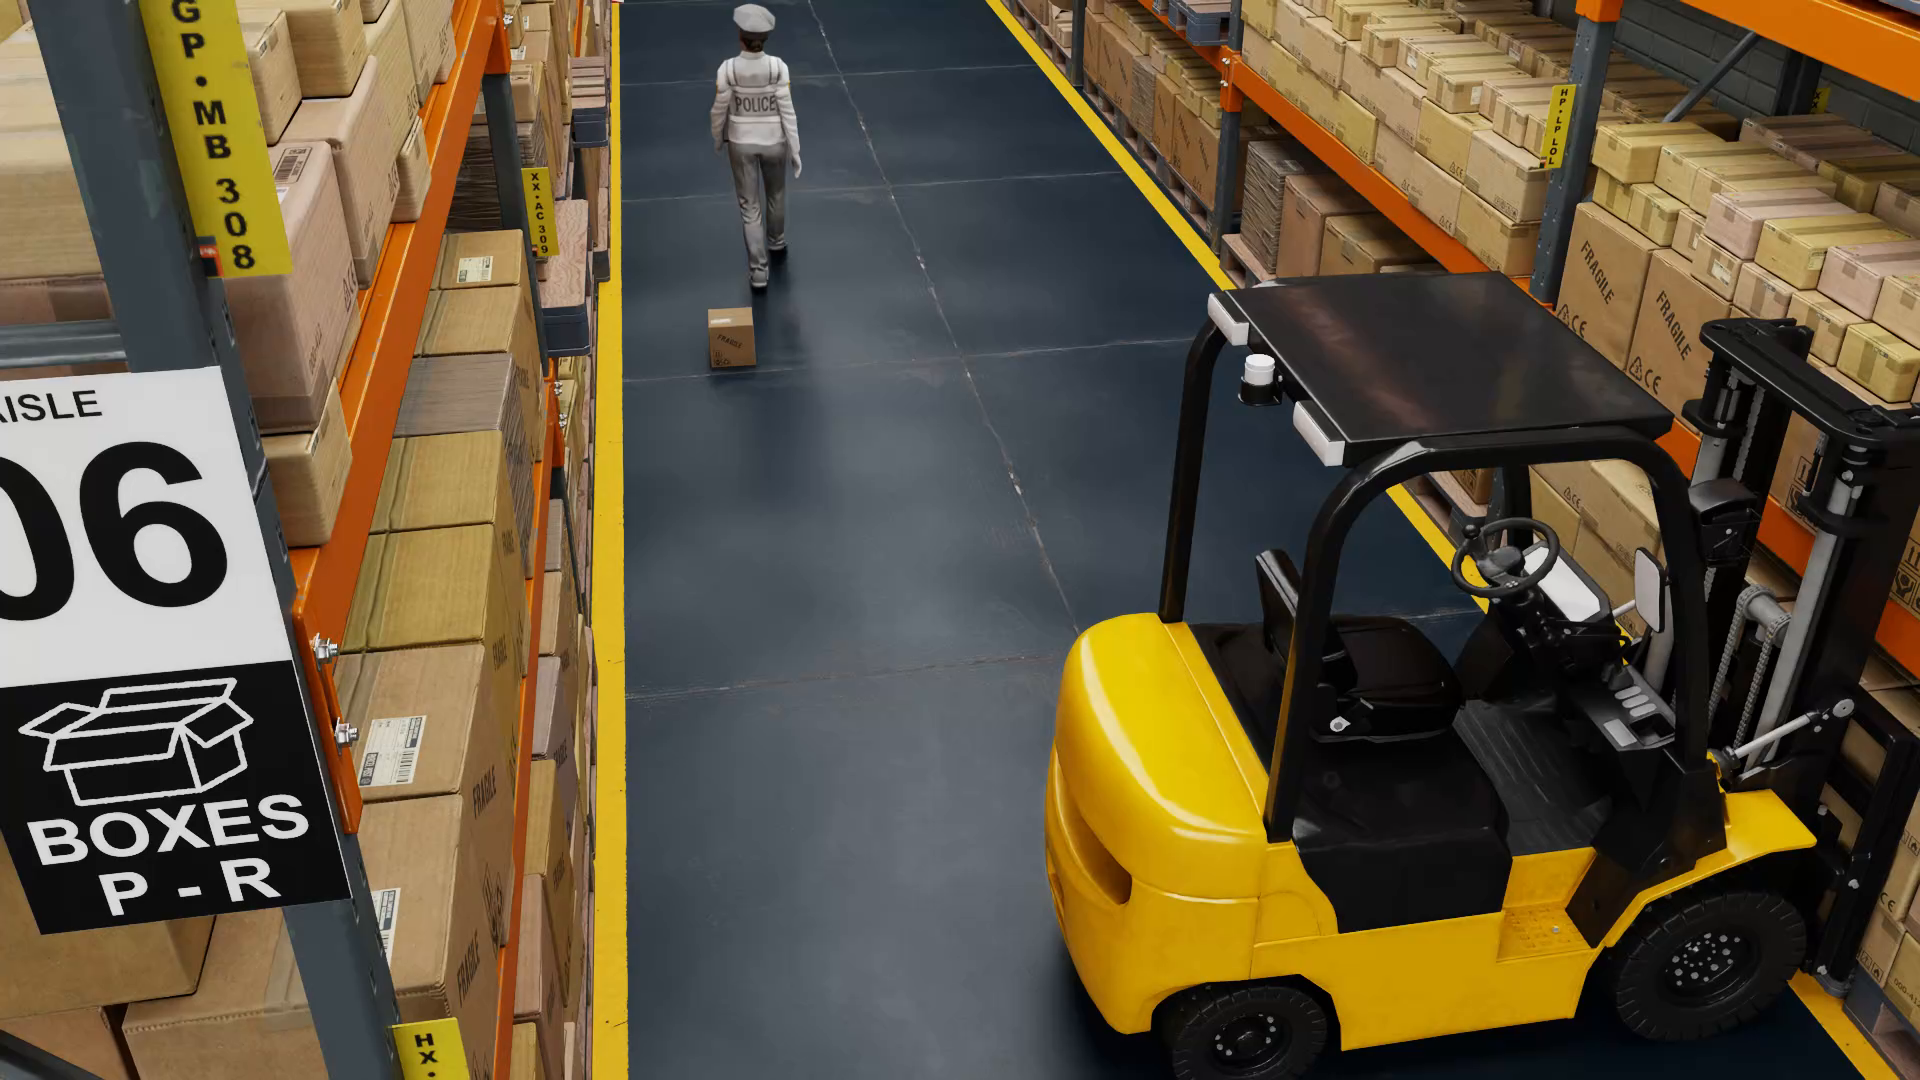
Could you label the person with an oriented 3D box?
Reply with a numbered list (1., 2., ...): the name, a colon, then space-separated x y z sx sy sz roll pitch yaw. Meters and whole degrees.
1. person: -1.265 -2.462 10.199 0.516 1.653 0.873 -6 31 -11
